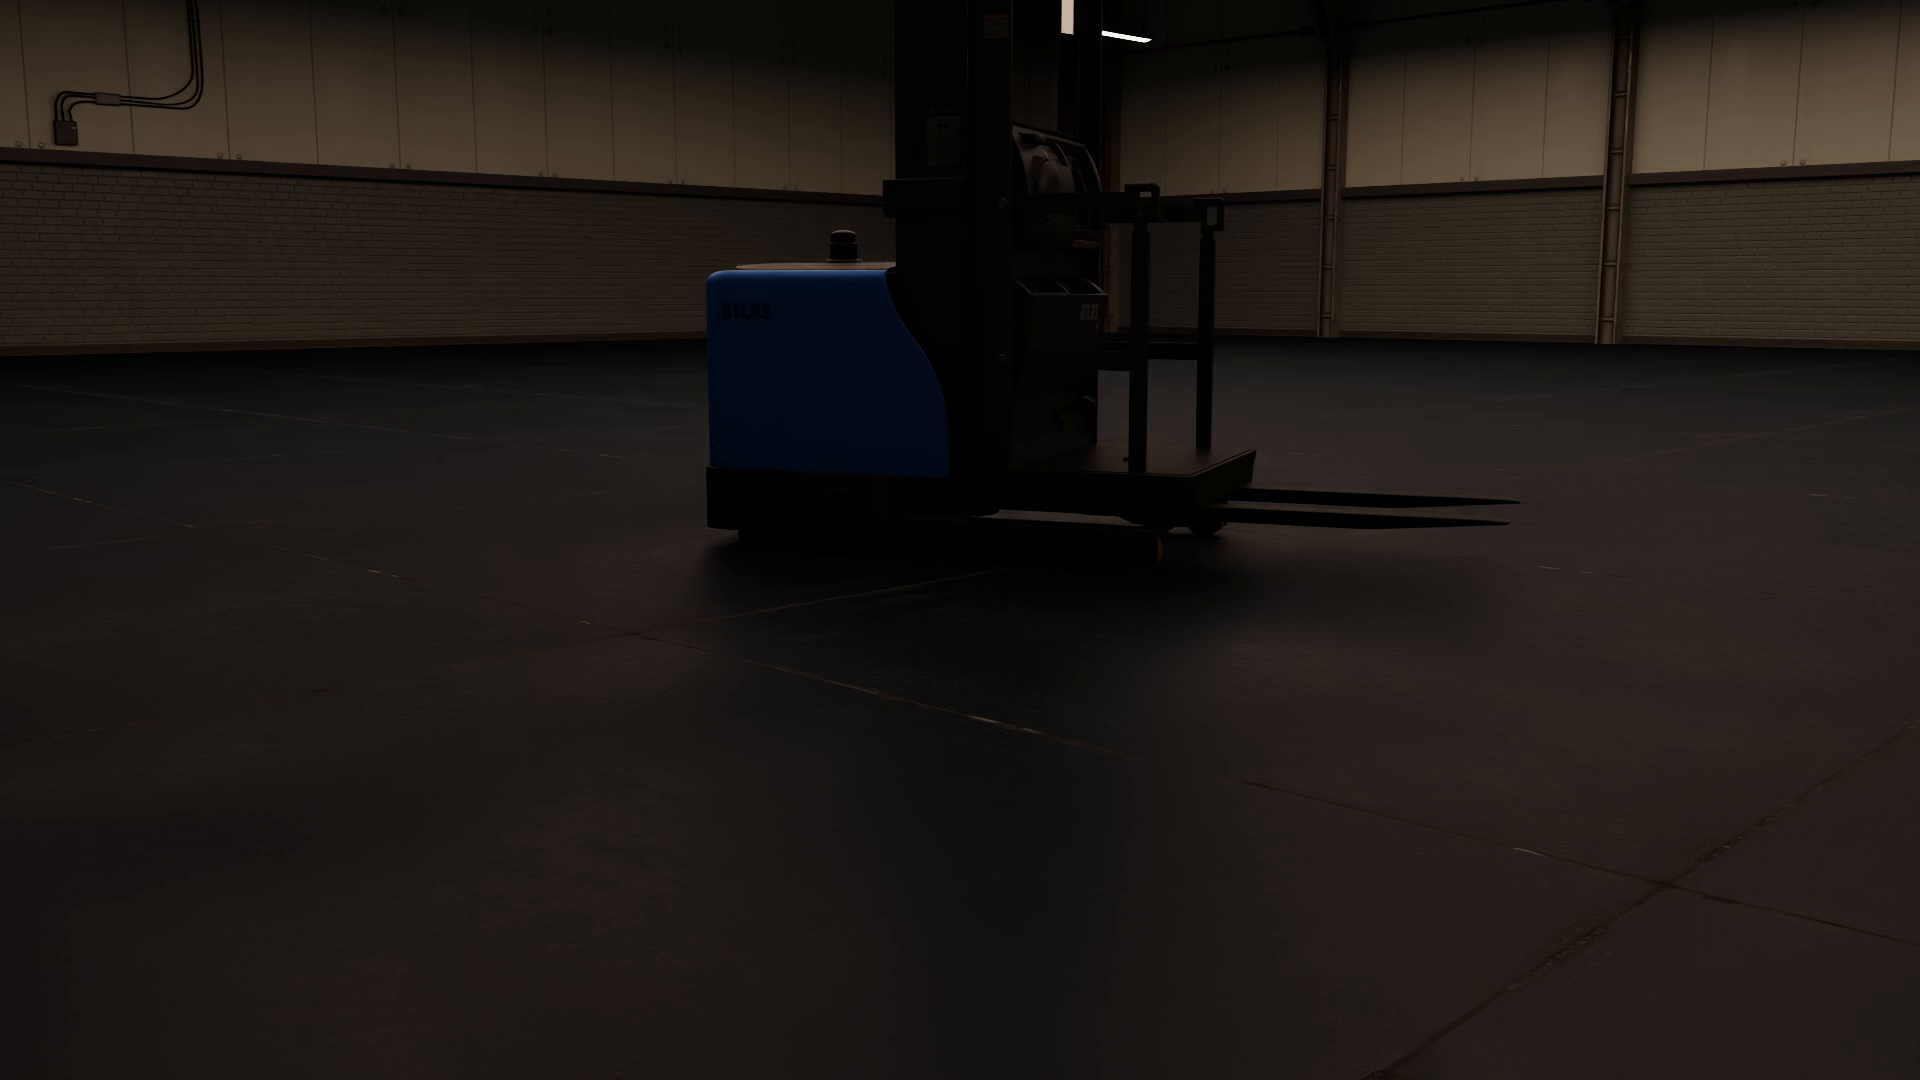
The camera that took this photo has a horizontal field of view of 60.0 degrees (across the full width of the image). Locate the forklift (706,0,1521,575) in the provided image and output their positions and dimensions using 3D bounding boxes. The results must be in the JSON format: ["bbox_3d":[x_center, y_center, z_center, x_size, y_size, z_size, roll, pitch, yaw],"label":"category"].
[{"bbox_3d":[0.565,-1.416,6.275,3.031,2.935,1.130,3,9,22],"label":"forklift"}]
